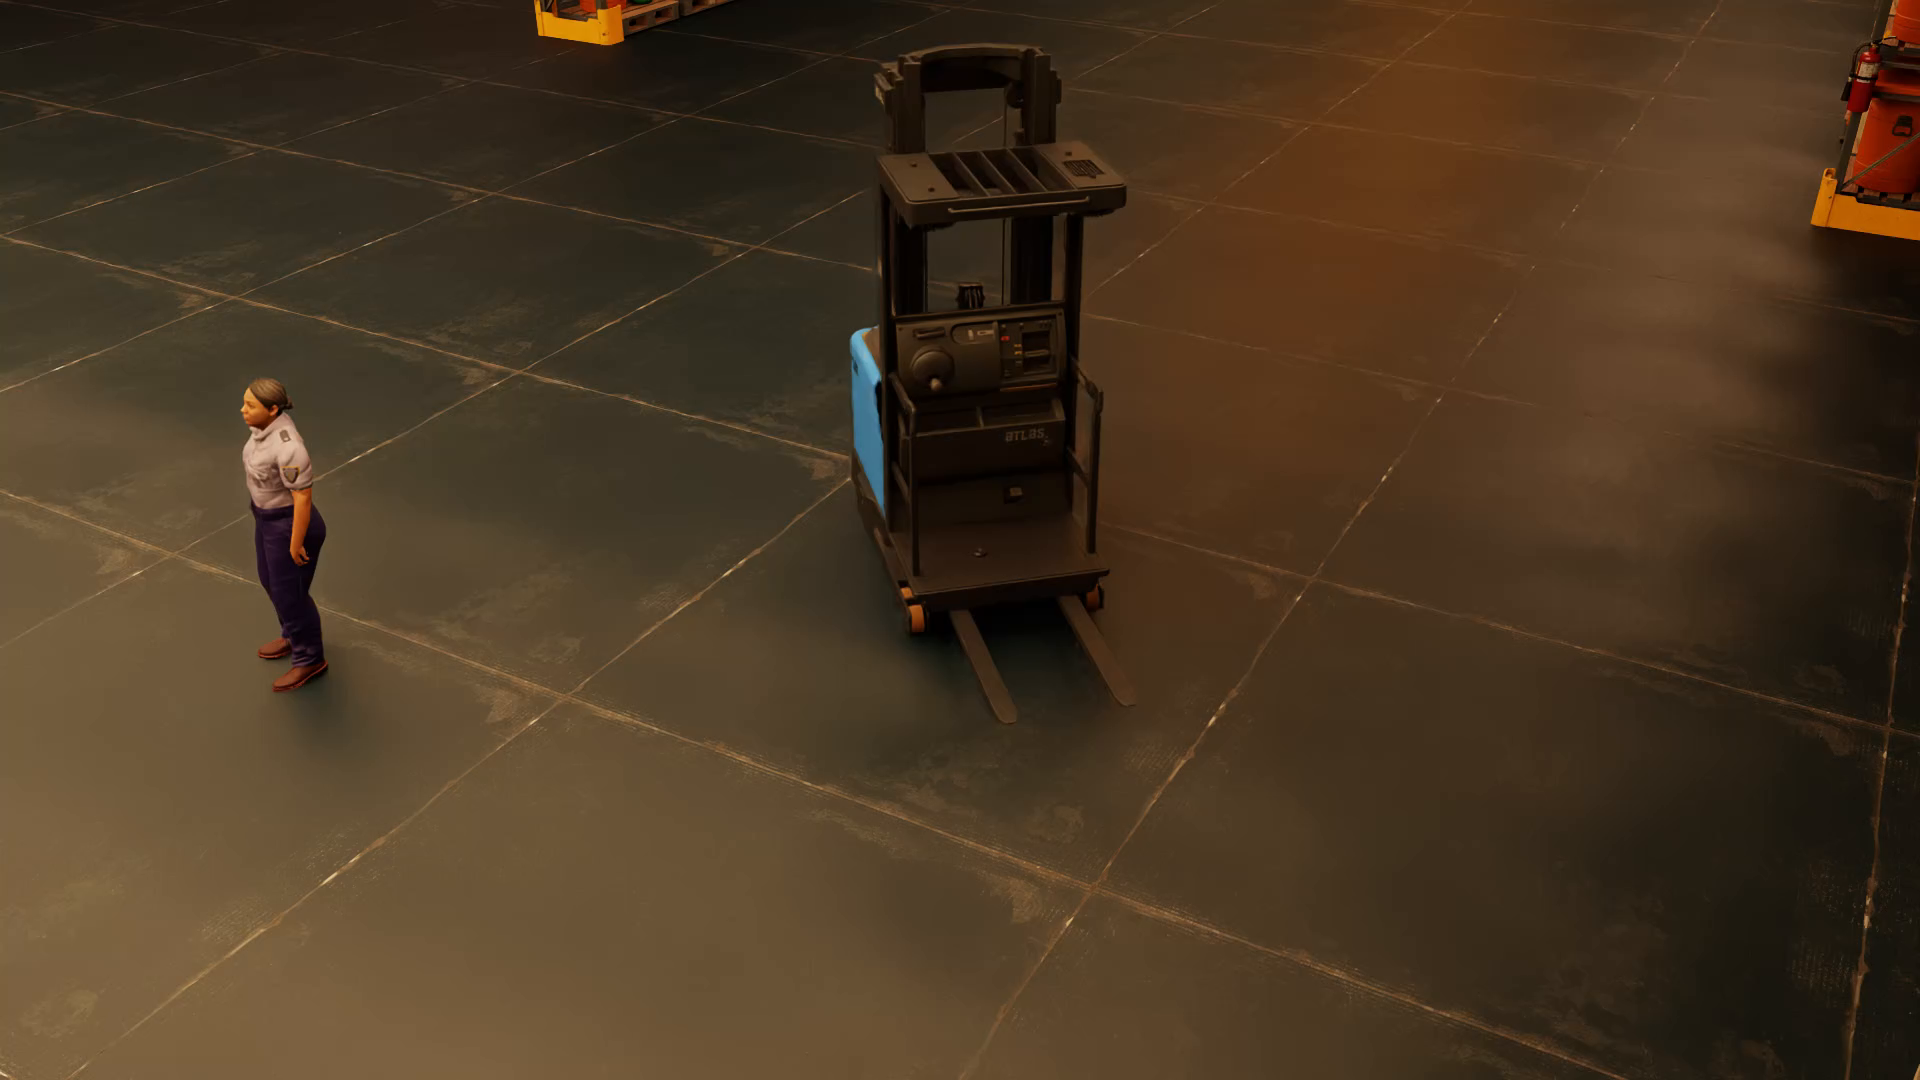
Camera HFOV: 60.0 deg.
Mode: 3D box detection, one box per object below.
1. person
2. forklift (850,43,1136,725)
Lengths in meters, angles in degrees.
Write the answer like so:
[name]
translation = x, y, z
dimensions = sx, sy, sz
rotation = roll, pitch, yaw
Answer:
[person]
translation = -3.472, -0.050, 8.457
dimensions = 0.435, 1.669, 0.559
rotation = -17, 34, -27
[forklift]
translation = 0.173, -0.963, 8.740
dimensions = 1.130, 2.935, 3.031
rotation = -7, 31, -12
